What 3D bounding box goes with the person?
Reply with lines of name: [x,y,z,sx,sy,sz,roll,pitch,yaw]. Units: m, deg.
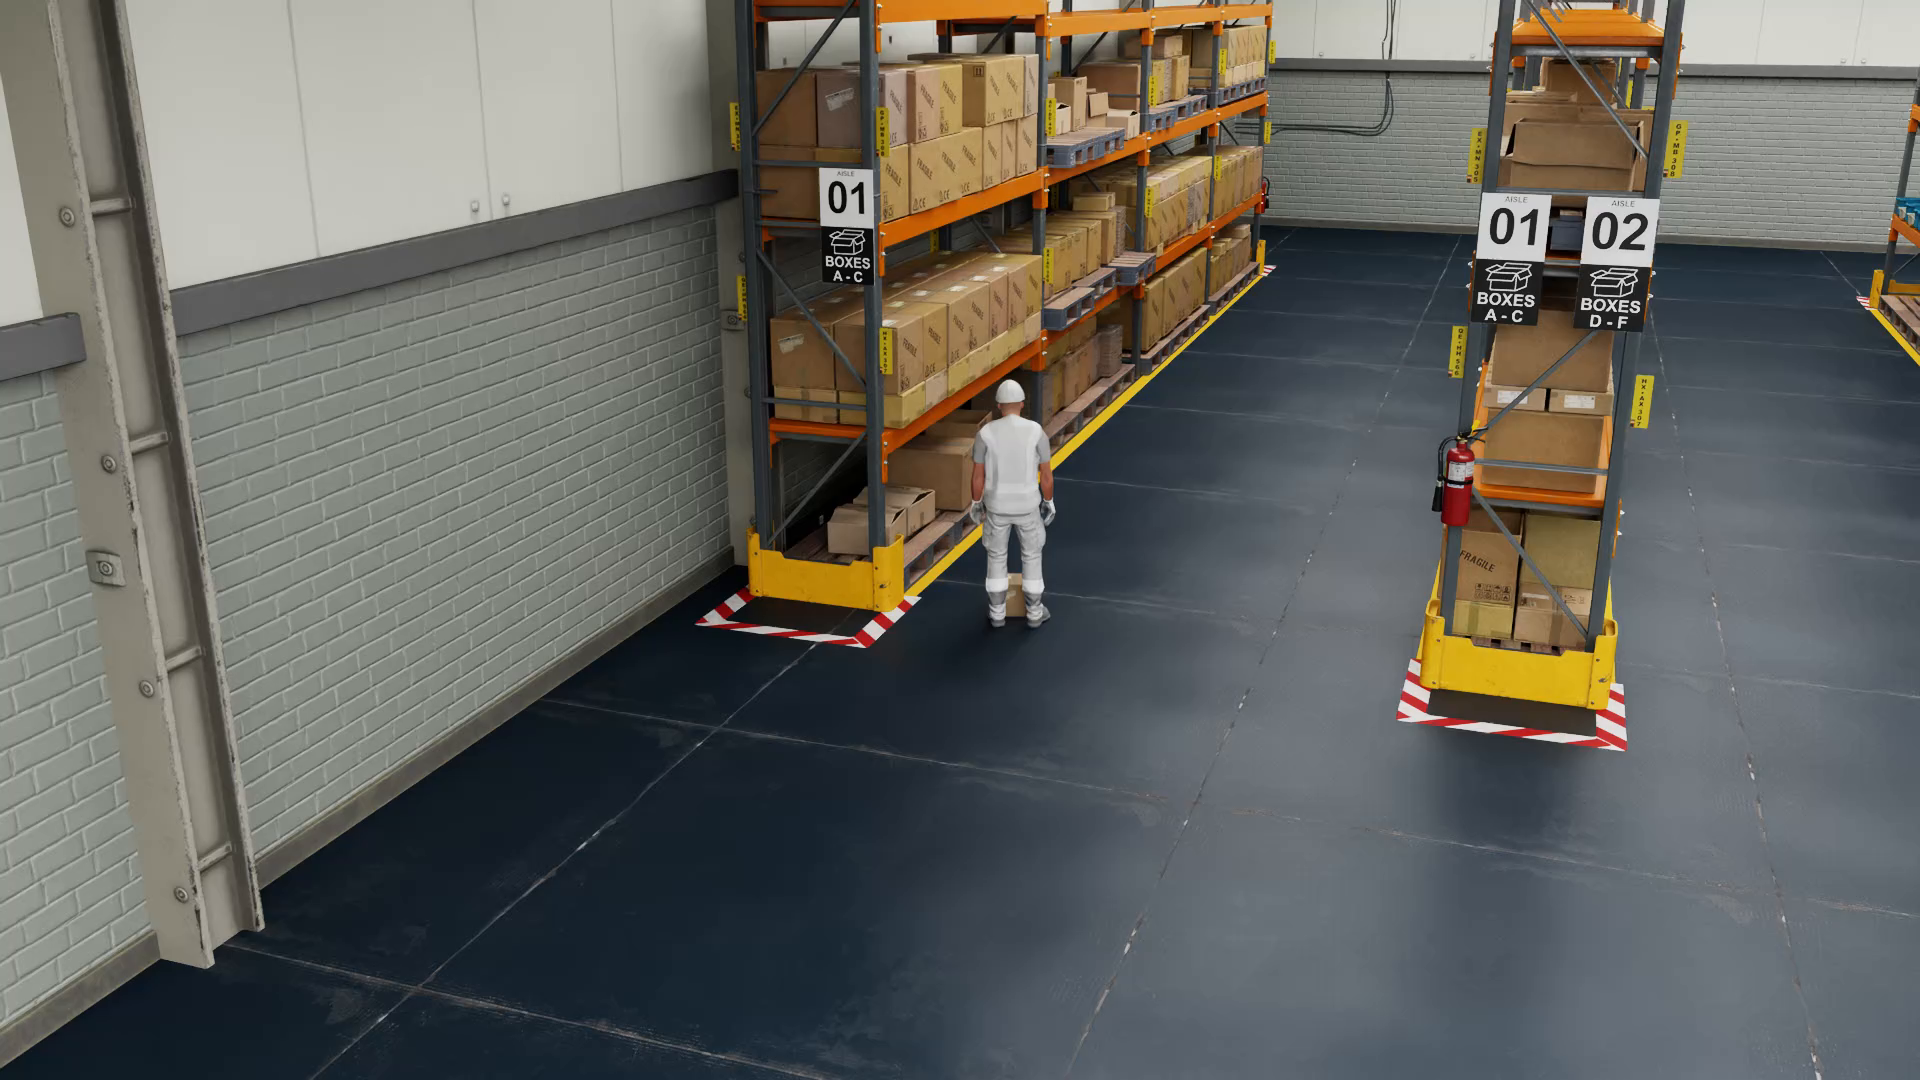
person: [0.372,-0.249,11.784,0.608,1.777,0.453,1,18,3]
